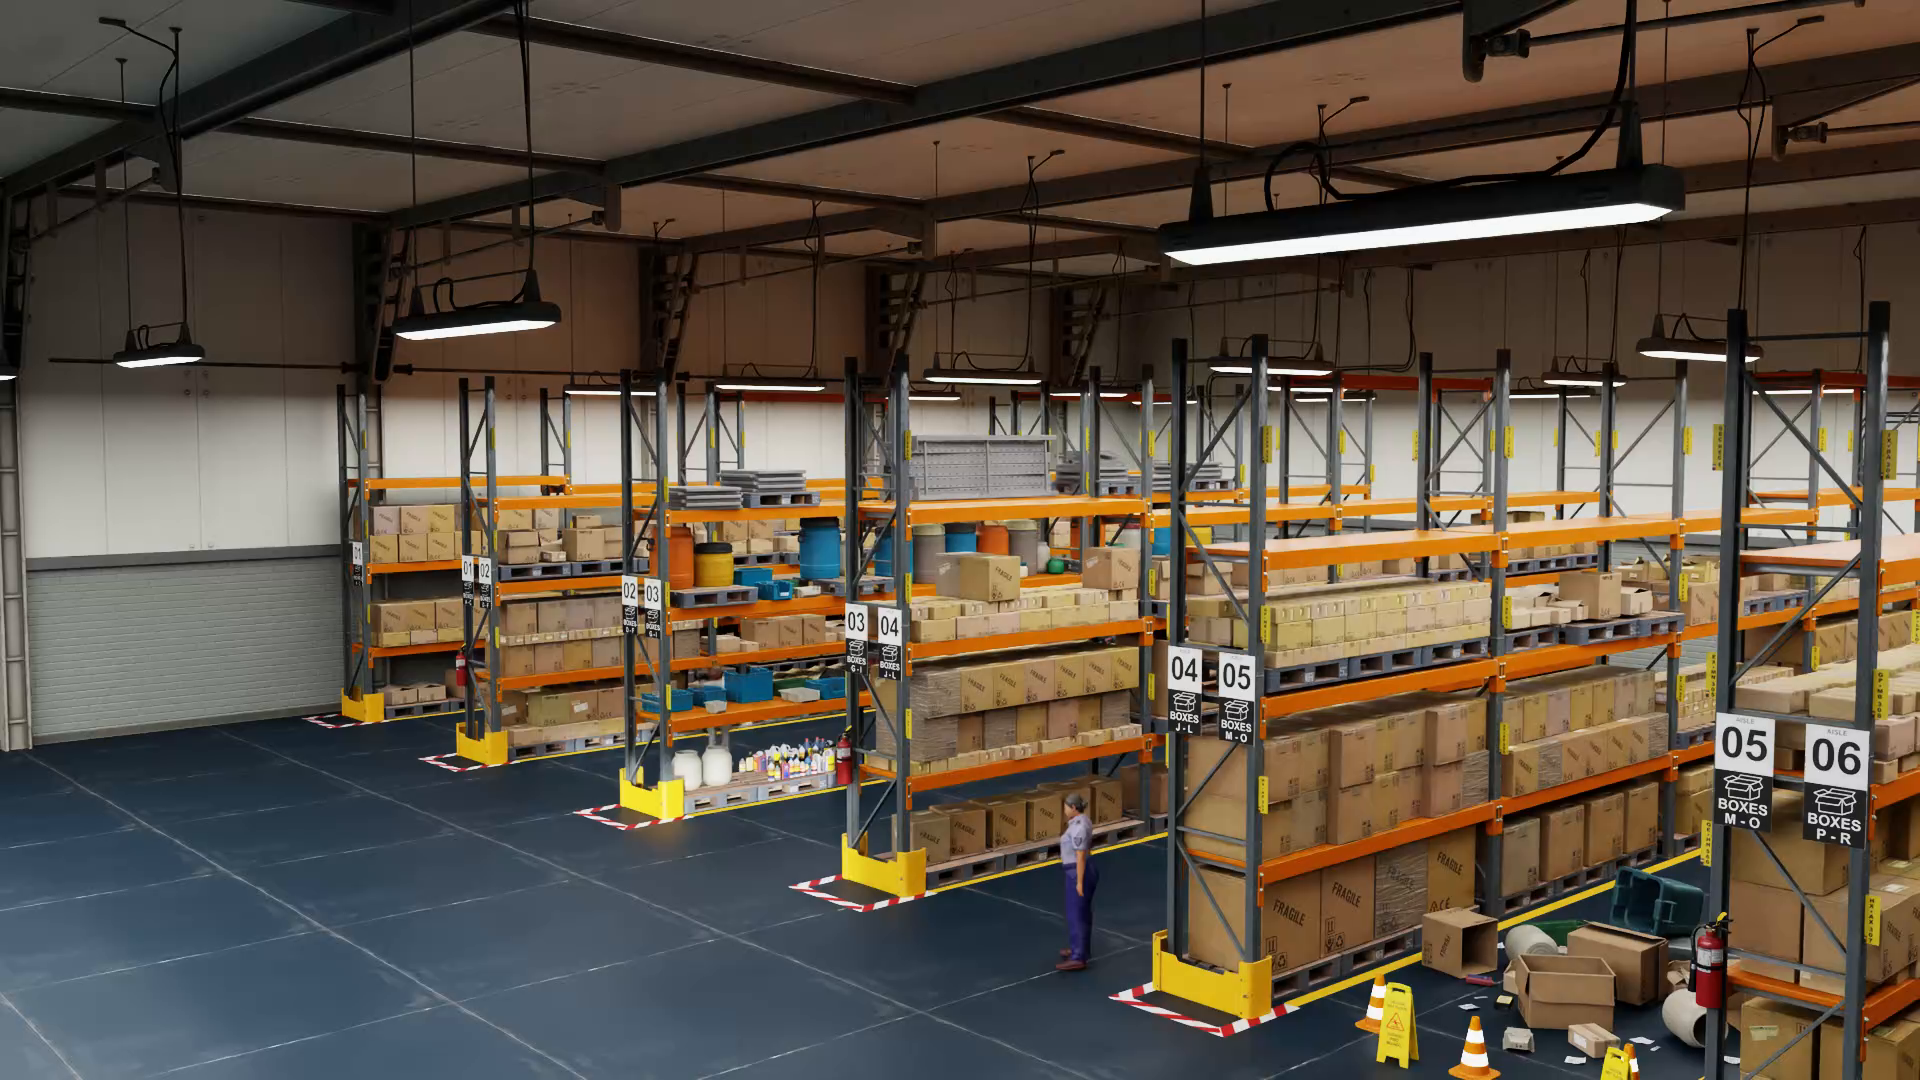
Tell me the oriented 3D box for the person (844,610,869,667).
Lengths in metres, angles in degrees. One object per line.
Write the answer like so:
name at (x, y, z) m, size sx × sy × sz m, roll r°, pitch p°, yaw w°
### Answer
person at (-2.077, 1.986, 34.639) m, size 0.664 × 1.815 × 0.617 m, roll -1°, pitch 4°, yaw -8°

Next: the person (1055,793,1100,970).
person at (1.136, 3.293, 16.124) m, size 0.398 × 1.628 × 0.594 m, roll 1°, pitch 4°, yaw 17°

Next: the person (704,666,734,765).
person at (-3.717, 2.704, 25.427) m, size 0.451 × 1.598 × 0.726 m, roll 0°, pitch 4°, yaw -4°
